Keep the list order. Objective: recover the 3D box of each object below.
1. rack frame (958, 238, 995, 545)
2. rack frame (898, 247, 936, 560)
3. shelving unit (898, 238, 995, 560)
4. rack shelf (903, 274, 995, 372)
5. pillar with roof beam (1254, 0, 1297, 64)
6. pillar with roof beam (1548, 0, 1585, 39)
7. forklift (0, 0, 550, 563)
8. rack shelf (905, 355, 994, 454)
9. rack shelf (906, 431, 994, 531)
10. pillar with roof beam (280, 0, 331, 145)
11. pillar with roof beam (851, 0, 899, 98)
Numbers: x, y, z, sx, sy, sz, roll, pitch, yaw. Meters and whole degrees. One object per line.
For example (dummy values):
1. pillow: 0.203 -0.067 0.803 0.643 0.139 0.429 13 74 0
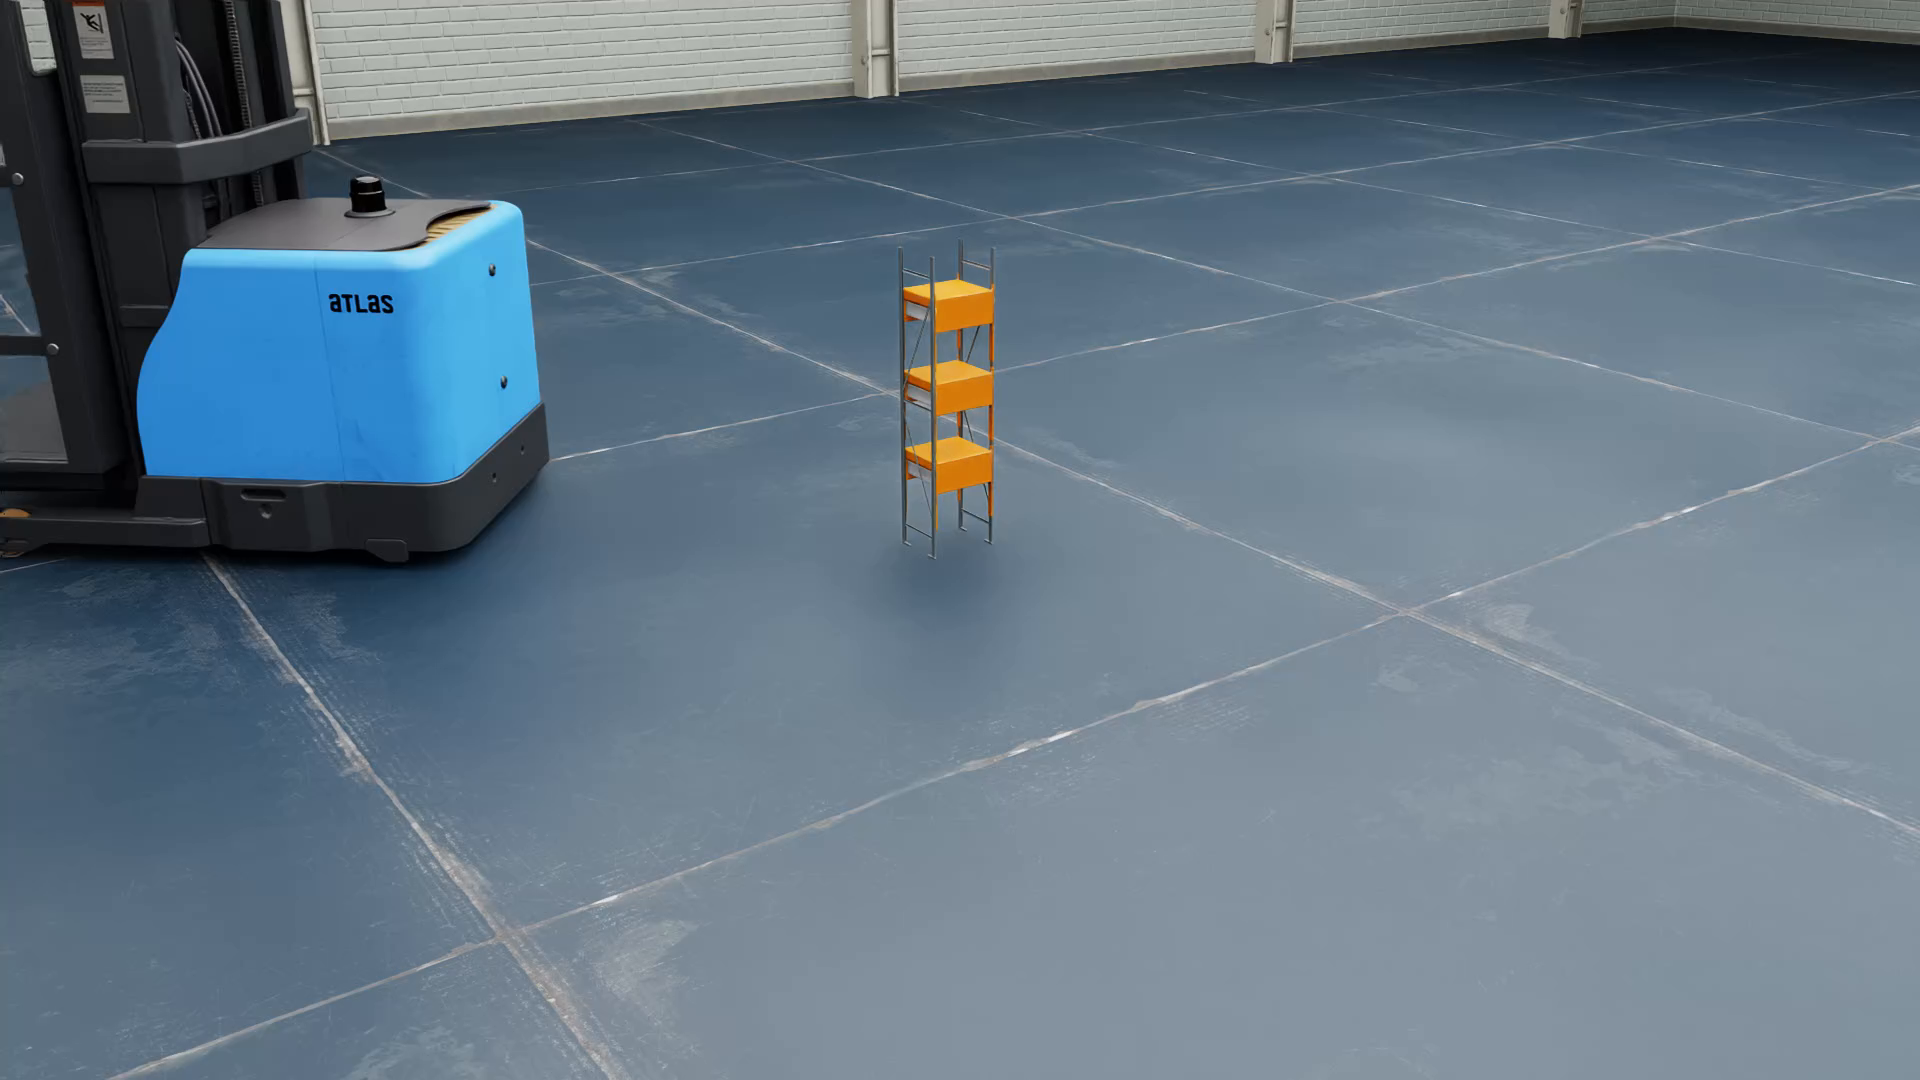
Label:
1. rack frame: 0.056 -0.502 5.739 0.008 1.050 0.200 -15 26 -33
2. rack frame: -0.142 -0.450 5.607 0.008 1.050 0.200 -15 26 -33
3. shelving unit: -0.043 -0.476 5.673 0.252 1.050 0.215 -15 26 -33
4. rack shelf: -0.043 -0.730 5.572 0.240 0.259 0.215 -15 26 -33
5. pillar with roof beam: 6.483 -8.954 16.195 0.400 9.000 9.100 -15 26 -33
6. pillar with roof beam: 11.354 -10.253 19.449 0.400 9.000 9.100 -15 26 -33
7. forklift: -3.144 -1.492 5.682 3.031 2.935 1.130 2 22 5
8. rack shelf: -0.043 -0.466 5.677 0.240 0.259 0.215 -15 26 -33
9. rack shelf: -0.043 -0.208 5.780 0.240 0.259 0.215 -15 26 -33
10. pillar with roof beam: -3.257 -6.357 9.686 0.400 9.000 9.100 -15 26 -33
11. pillar with roof beam: 1.613 -7.656 12.940 0.400 9.000 9.100 -15 26 -33
